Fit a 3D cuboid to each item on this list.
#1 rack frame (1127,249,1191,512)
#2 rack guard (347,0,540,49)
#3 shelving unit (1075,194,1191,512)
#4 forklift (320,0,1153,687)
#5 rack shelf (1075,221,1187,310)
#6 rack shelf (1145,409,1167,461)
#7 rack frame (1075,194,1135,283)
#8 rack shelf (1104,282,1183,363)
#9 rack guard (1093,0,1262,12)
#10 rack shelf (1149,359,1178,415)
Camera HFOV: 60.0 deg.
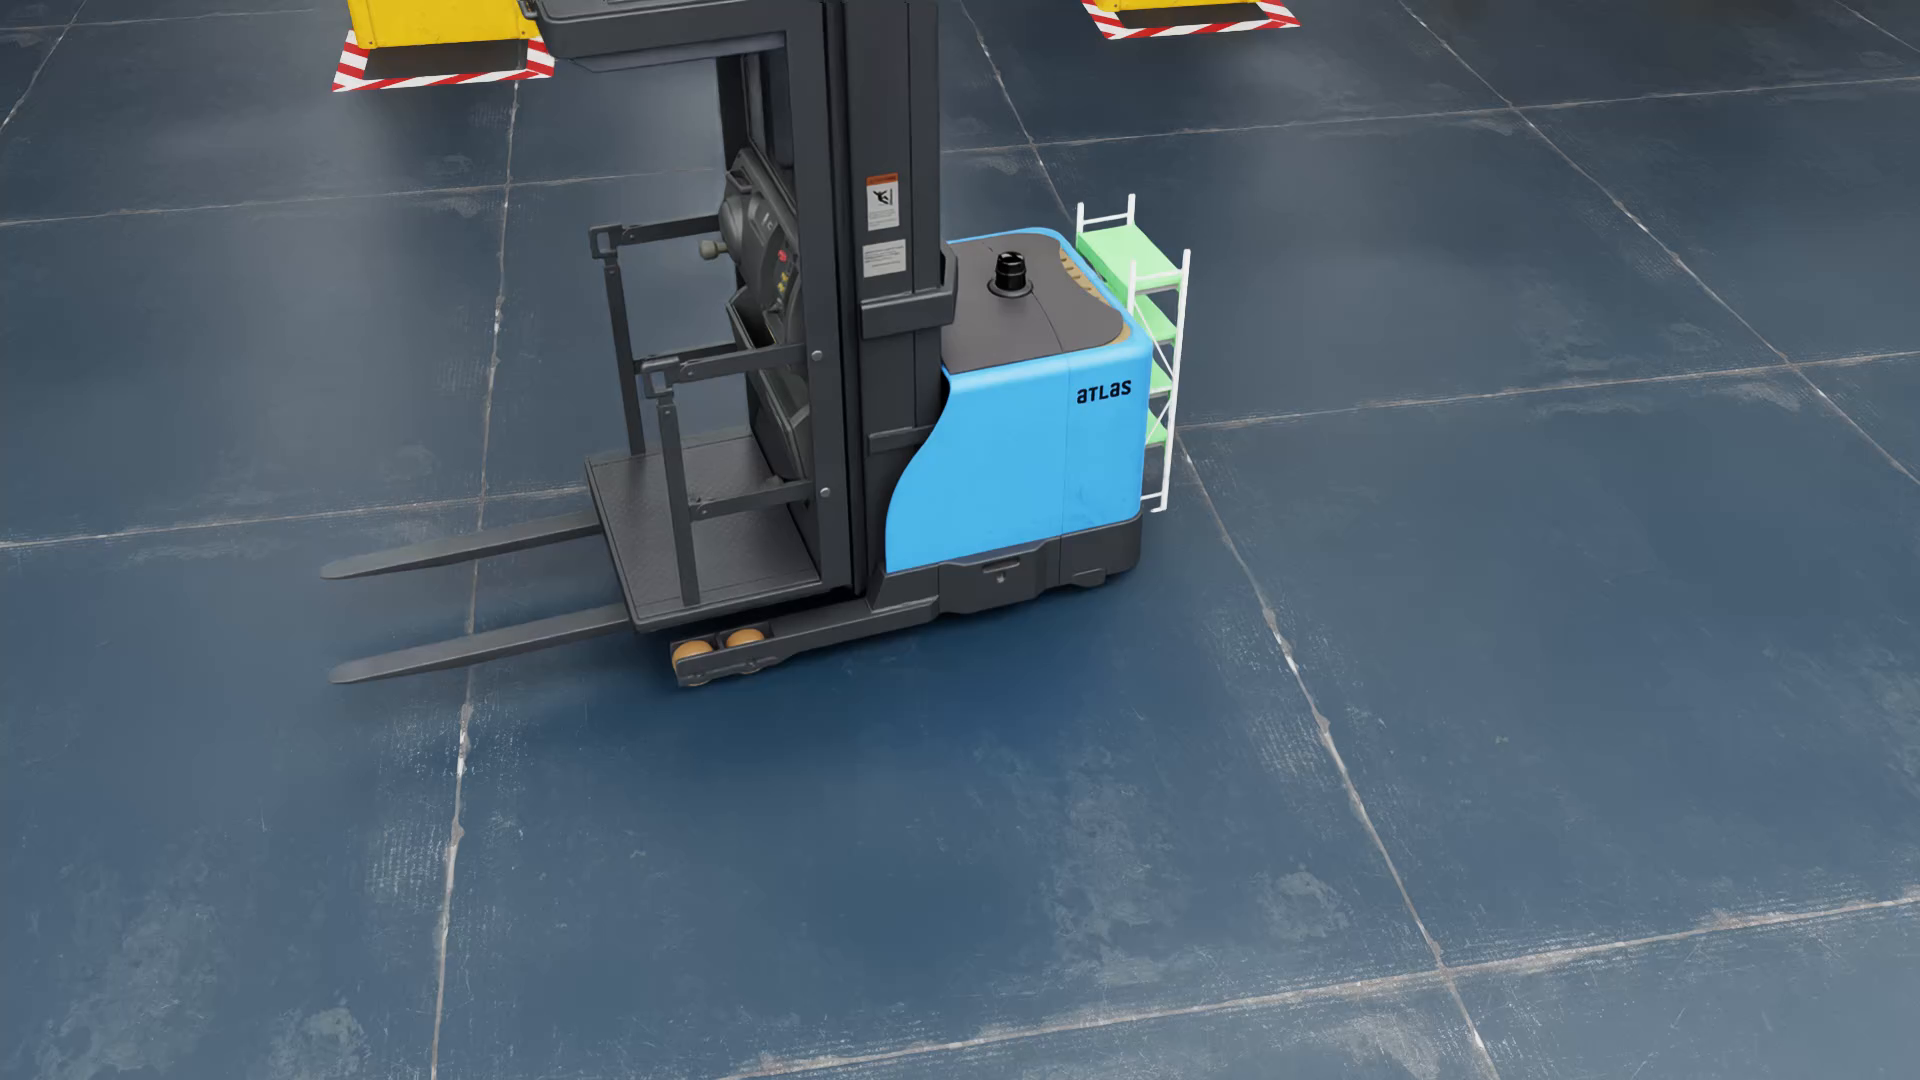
[{"bbox_3d":[0.741,-0.579,6.517,0.240,1.200,0.015,-13,40,-16],"label":"rack frame"},{"bbox_3d":[-3.402,-3.573,10.941,1.175,0.500,0.348,-6,38,-8],"label":"rack guard"},{"bbox_3d":[0.657,-0.719,6.698,0.258,1.200,0.503,-13,40,-16],"label":"shelving unit"},{"bbox_3d":[-0.865,-0.992,5.638,3.031,2.935,1.130,-12,40,-15],"label":"forklift"},{"bbox_3d":[0.657,-1.048,6.443,0.258,0.148,0.480,-13,40,-16],"label":"rack shelf"},{"bbox_3d":[0.657,-0.479,6.884,0.258,0.148,0.480,-13,40,-16],"label":"rack shelf"},{"bbox_3d":[0.574,-0.860,6.879,0.240,1.200,0.015,-13,40,-16],"label":"rack frame"},{"bbox_3d":[0.657,-0.858,6.590,0.258,0.148,0.480,-13,40,-16],"label":"rack shelf"},{"bbox_3d":[1.517,-3.985,11.472,1.175,0.500,0.348,-6,38,-8],"label":"rack guard"},{"bbox_3d":[0.657,-0.669,6.737,0.258,0.148,0.480,-13,40,-16],"label":"rack shelf"}]
